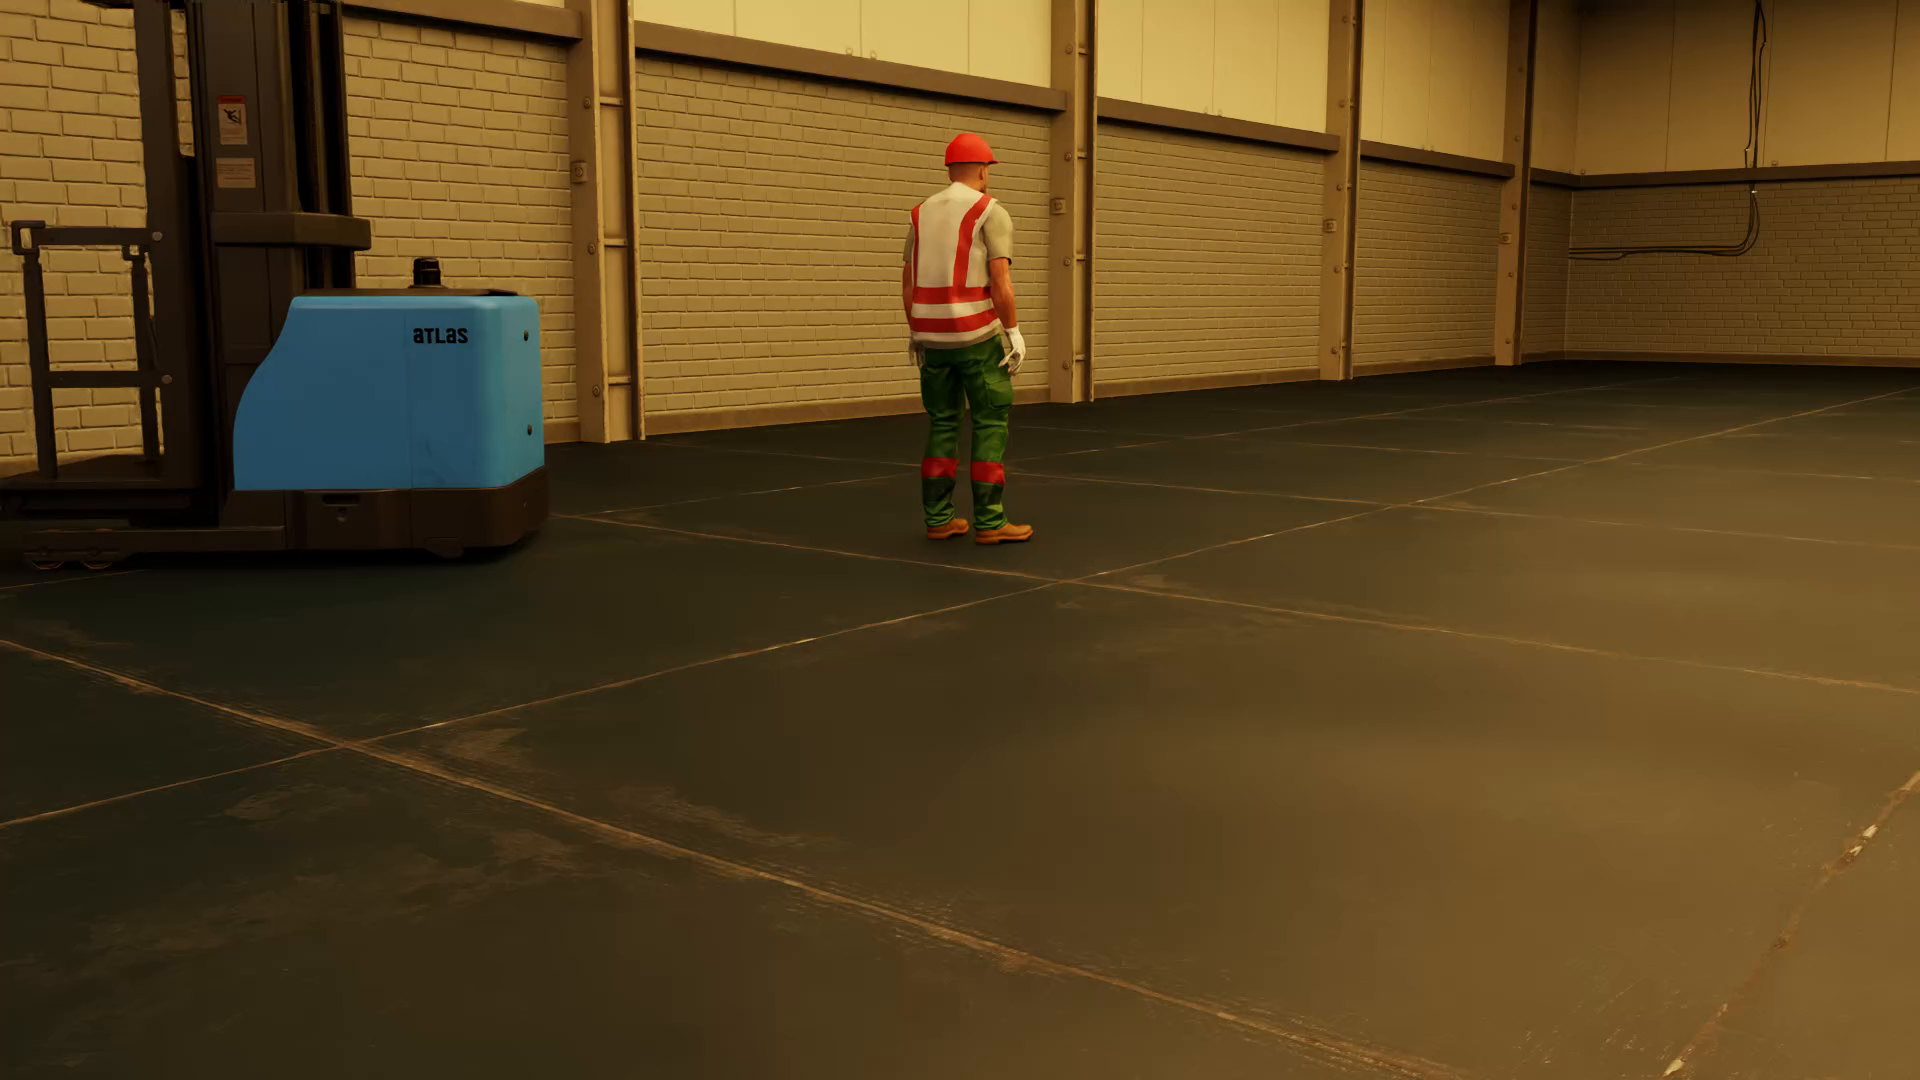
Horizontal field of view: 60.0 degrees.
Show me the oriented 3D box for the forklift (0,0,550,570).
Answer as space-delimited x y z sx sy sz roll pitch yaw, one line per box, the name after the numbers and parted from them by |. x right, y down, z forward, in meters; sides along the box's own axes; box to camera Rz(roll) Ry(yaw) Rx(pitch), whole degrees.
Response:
-3.369 -1.410 6.915 3.031 2.935 1.130 -1 8 -4 | forklift

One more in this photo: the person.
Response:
0.022 -0.884 7.316 0.608 1.778 0.450 6 10 37 | person
